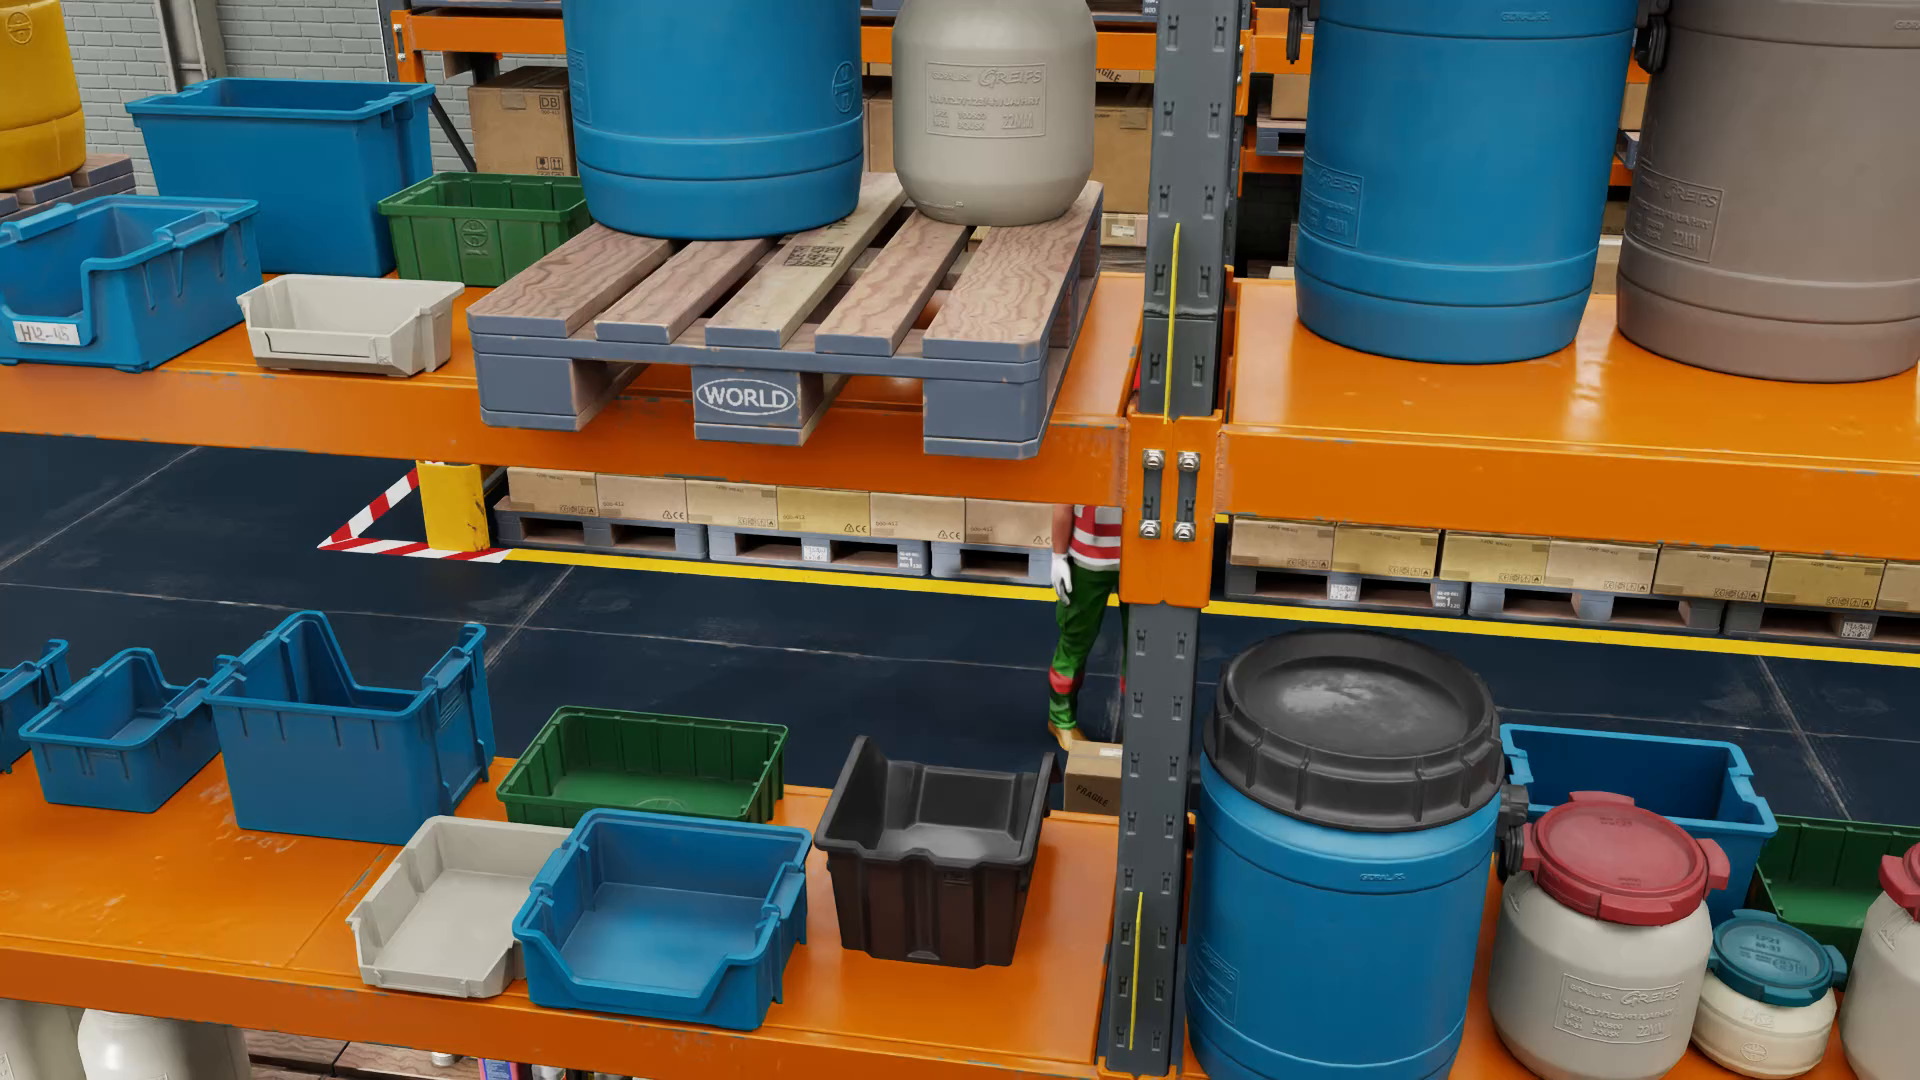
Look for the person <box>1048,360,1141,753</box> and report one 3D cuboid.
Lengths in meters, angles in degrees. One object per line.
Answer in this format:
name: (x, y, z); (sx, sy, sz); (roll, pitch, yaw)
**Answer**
person: (0.659, 0.112, 6.844); (0.572, 1.822, 0.447); (-2, 25, -5)
